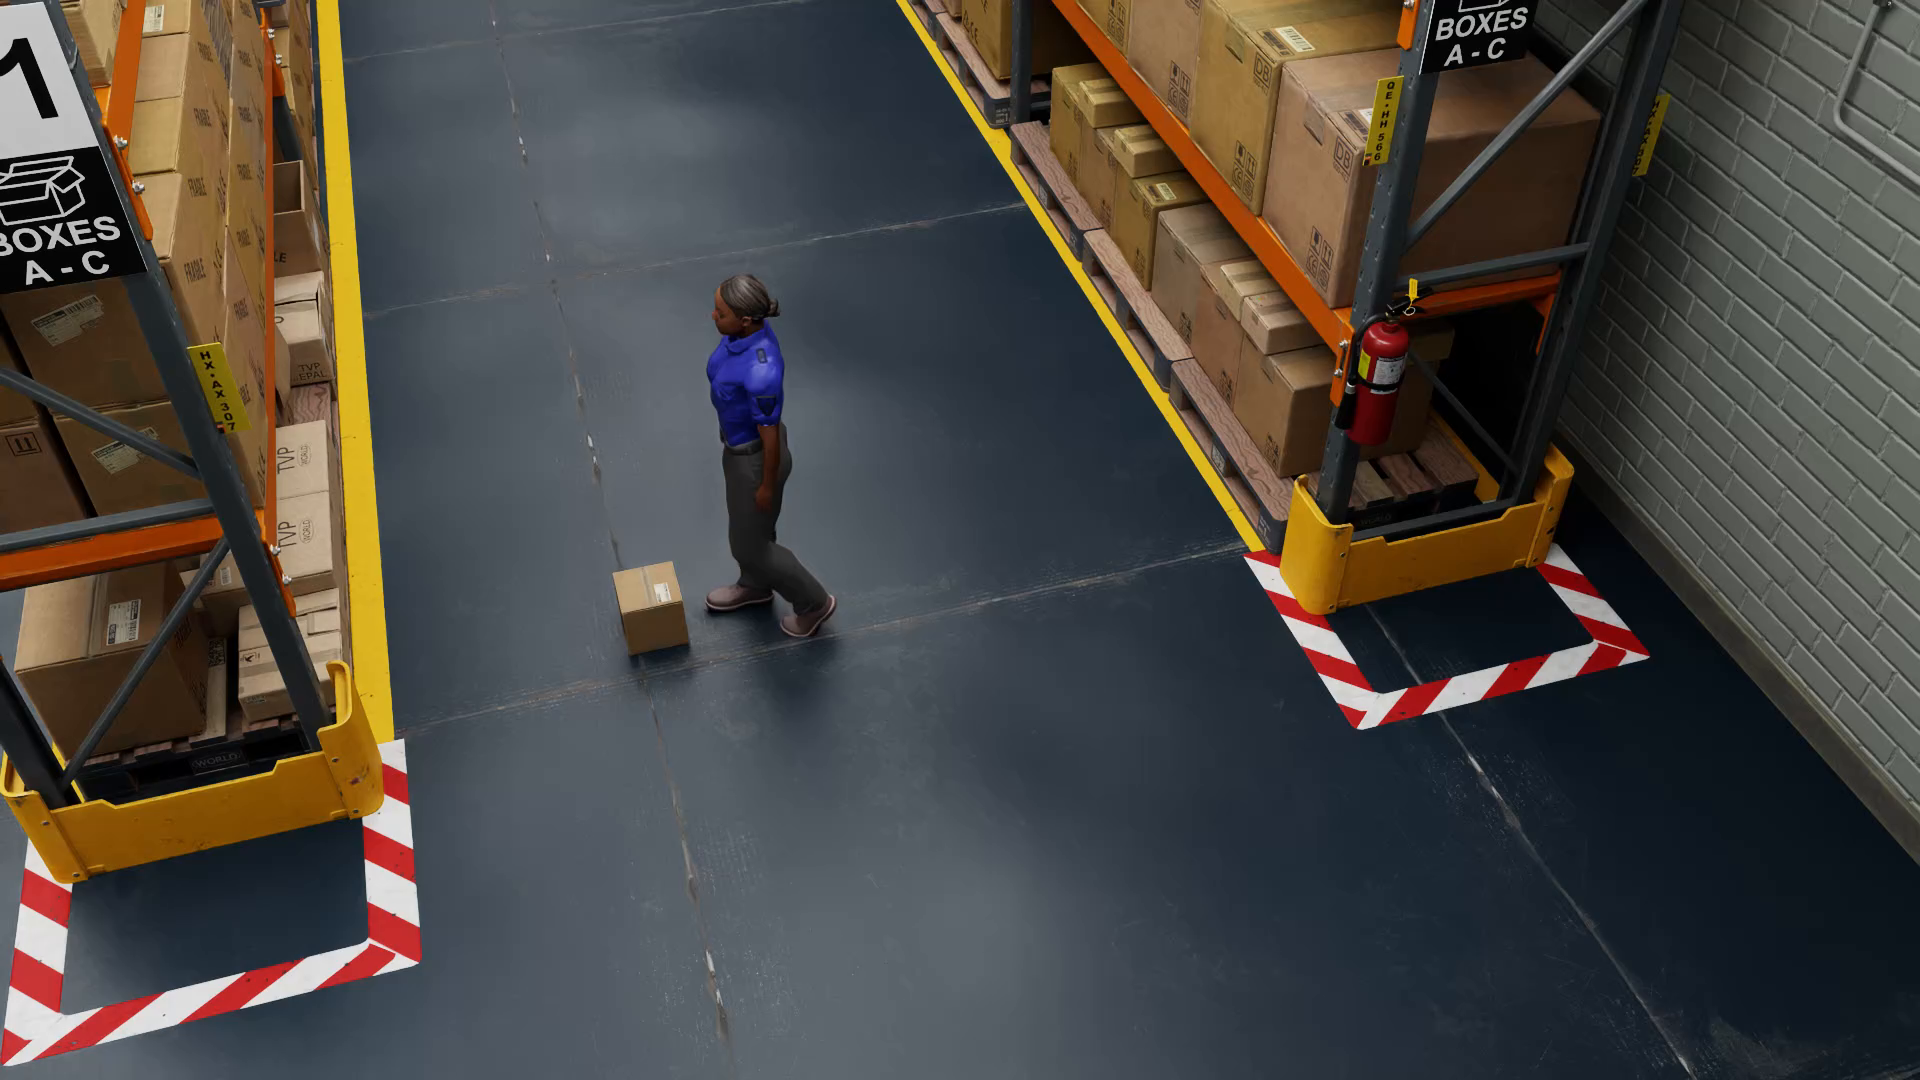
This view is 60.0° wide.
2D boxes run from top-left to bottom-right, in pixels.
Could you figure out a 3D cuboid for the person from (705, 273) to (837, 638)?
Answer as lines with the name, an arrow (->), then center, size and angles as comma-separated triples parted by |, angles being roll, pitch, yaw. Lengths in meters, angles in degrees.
person -> -0.811, -0.335, 6.533 | 0.536, 1.674, 0.480 | -8, 43, -8
